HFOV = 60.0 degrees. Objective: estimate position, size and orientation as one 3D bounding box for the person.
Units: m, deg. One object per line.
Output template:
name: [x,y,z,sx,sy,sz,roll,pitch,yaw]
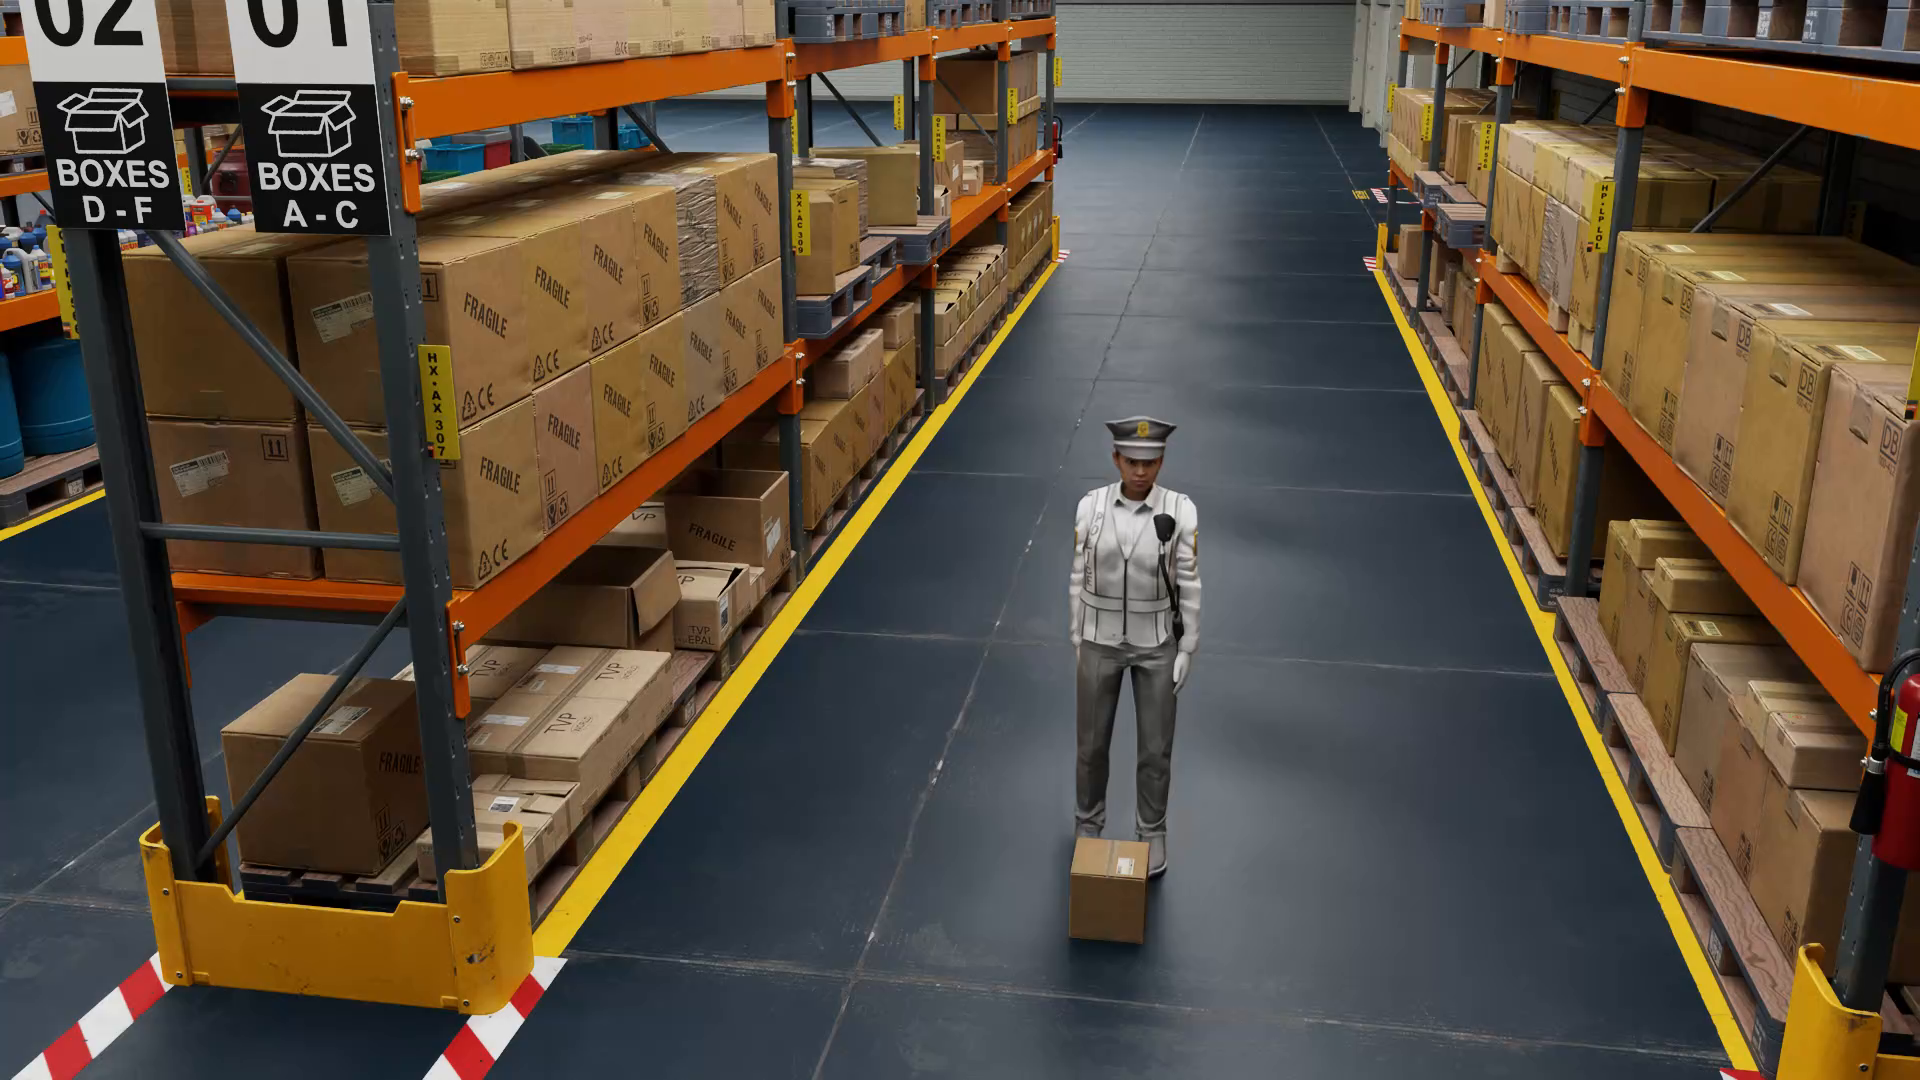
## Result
person: [0.610,0.381,5.885,0.466,1.696,0.342,3,18,10]
